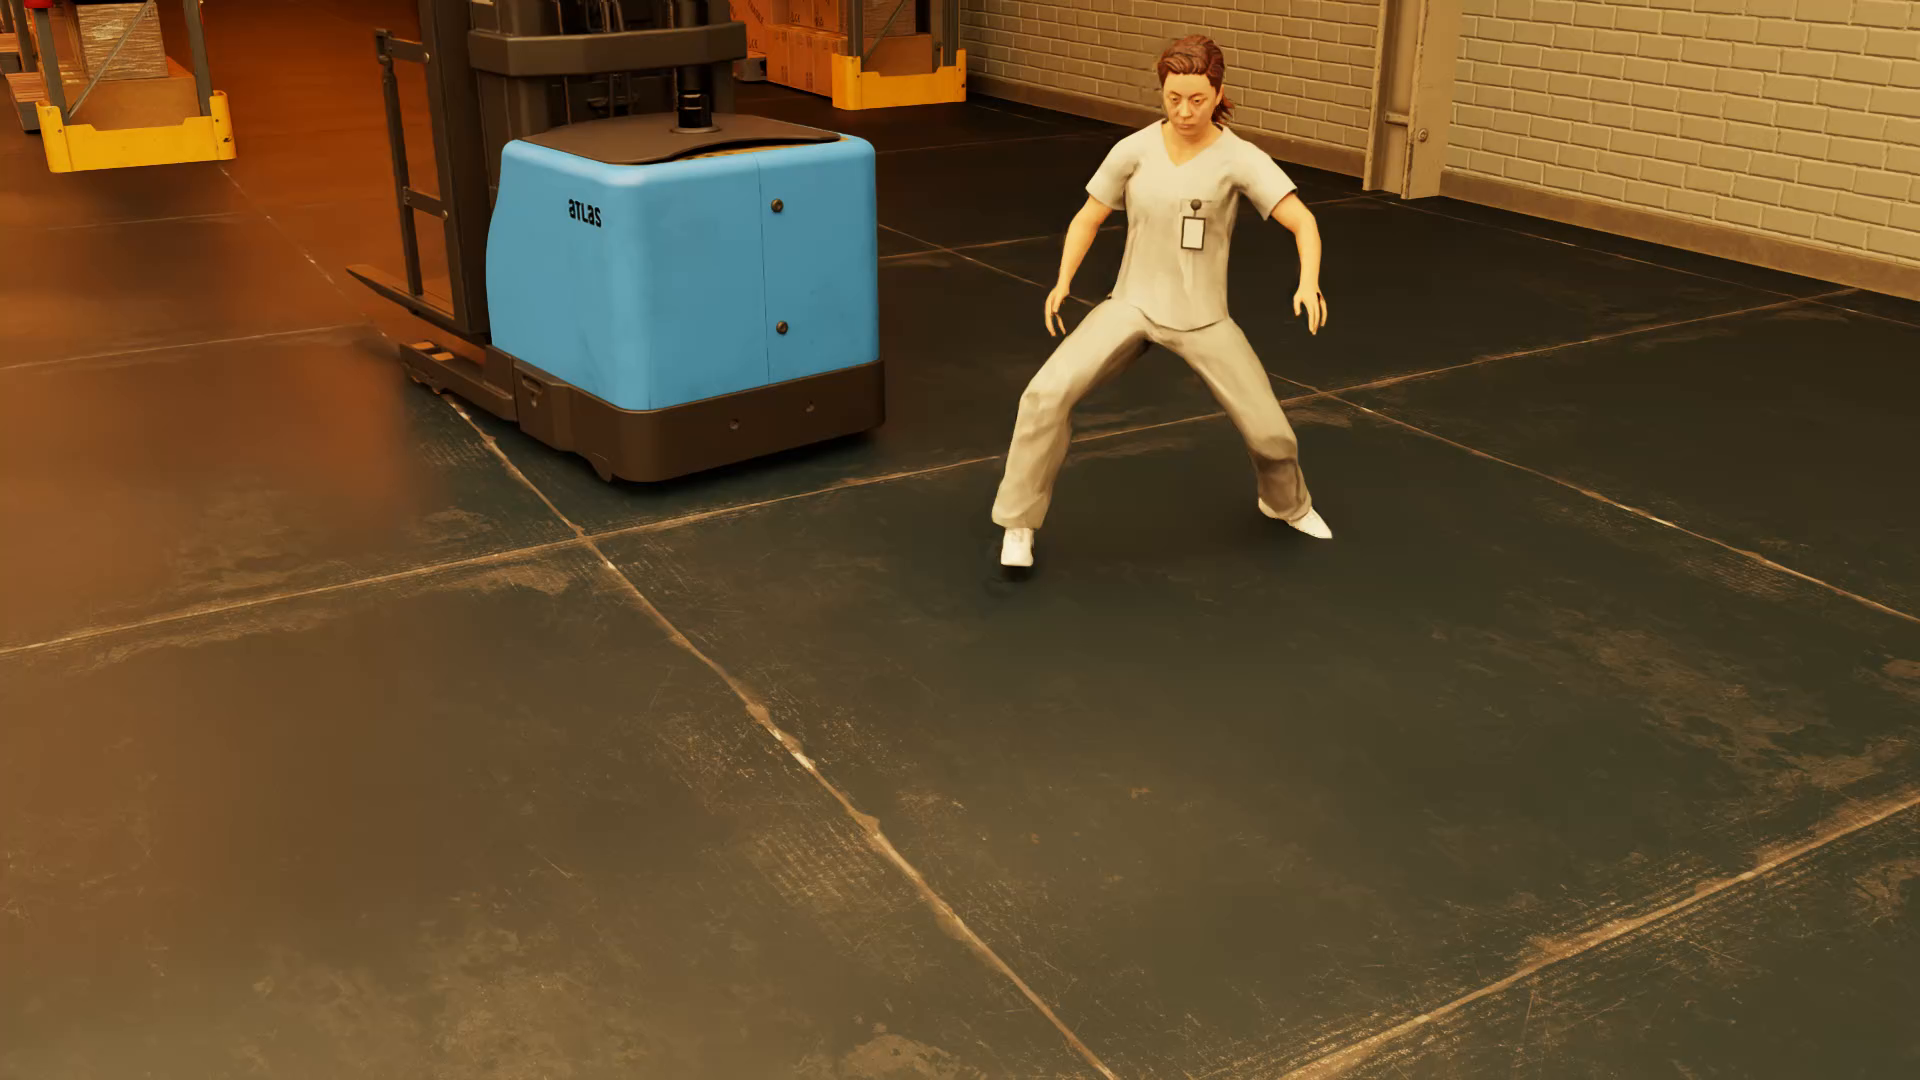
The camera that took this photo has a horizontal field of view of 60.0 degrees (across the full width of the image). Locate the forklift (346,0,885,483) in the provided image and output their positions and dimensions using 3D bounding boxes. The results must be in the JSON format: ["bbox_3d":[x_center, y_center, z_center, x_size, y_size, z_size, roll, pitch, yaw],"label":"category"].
[{"bbox_3d":[-1.588,-2.031,6.223,1.130,2.935,3.031,-17,28,-36],"label":"forklift"}]

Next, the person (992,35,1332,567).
[{"bbox_3d":[0.629,-0.652,4.802,0.936,1.538,0.881,8,24,19],"label":"person"}]
